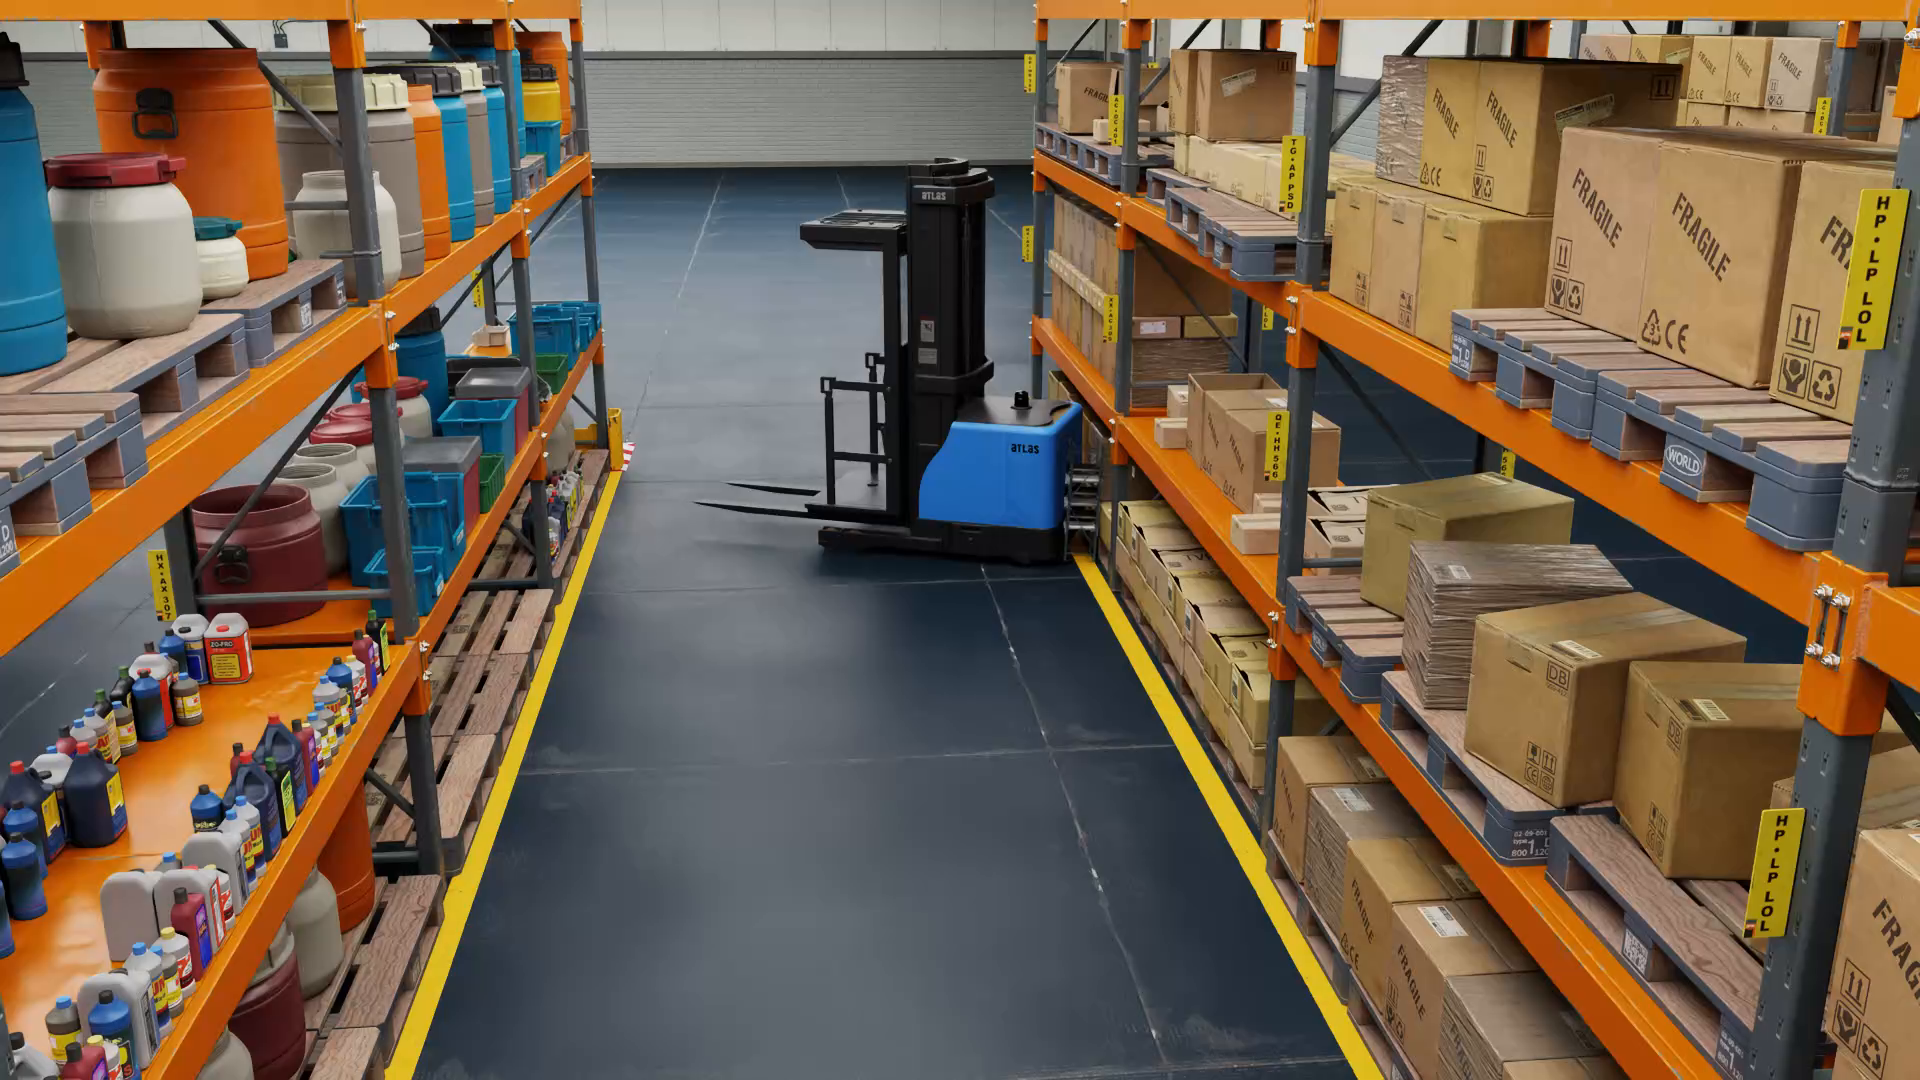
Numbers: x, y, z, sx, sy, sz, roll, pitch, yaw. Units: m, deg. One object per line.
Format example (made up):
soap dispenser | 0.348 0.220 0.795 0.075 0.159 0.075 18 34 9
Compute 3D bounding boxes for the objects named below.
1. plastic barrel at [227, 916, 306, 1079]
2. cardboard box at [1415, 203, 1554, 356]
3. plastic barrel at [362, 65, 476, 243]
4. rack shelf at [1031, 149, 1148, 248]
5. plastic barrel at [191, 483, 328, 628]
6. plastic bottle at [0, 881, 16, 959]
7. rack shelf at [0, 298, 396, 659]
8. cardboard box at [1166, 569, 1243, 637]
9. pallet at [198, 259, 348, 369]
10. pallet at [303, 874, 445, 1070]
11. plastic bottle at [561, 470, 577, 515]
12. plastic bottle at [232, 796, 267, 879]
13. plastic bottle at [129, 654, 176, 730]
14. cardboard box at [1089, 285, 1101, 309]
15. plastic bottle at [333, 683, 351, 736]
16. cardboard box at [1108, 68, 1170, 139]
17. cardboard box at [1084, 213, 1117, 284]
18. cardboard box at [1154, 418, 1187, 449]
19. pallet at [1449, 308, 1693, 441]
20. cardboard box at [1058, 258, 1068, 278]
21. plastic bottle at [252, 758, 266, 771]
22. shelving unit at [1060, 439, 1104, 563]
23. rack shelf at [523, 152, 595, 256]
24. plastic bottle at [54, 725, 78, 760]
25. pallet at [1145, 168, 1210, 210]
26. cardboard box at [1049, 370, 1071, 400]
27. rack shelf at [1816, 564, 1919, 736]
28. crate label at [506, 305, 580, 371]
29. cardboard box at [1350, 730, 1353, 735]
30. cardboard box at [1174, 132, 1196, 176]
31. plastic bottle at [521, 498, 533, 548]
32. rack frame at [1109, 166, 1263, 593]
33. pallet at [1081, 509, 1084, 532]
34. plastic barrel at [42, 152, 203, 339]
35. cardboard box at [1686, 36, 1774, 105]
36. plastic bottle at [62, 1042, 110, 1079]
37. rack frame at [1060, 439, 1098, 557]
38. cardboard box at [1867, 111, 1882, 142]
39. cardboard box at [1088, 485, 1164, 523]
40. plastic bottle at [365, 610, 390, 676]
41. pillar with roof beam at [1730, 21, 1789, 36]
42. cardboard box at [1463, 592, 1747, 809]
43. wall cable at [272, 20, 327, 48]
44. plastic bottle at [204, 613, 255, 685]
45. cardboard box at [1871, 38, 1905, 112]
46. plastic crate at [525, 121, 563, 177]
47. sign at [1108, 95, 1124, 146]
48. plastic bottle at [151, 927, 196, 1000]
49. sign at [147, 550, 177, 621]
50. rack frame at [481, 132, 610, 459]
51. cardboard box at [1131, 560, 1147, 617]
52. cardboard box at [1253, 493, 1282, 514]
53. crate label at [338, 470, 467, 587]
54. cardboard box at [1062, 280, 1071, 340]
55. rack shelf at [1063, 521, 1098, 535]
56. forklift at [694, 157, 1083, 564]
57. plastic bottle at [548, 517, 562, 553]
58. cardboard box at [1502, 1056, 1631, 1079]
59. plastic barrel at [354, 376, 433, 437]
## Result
plastic barrel | -2.744 1.690 6.111 0.600 0.588 0.708 -2 18 -6
cardboard box | 2.184 -0.937 5.978 0.910 0.500 0.500 -2 18 -6
plastic barrel | -2.937 -2.069 8.916 0.600 0.901 0.708 -2 18 -6
rack shelf | 1.381 -2.769 13.183 1.077 0.370 4.000 -2 18 -6
plastic barrel | -3.277 0.064 7.737 0.600 0.536 0.708 -2 18 -6
plastic bottle | -2.859 1.095 4.895 0.097 0.271 0.097 0 17 0
rack shelf | -2.721 -0.234 5.107 1.077 0.370 4.000 -2 18 -6
cardboard box | 1.542 0.347 10.016 0.500 0.311 0.500 -1 17 -4
pallet | -2.946 -0.852 6.190 1.003 0.211 1.213 -2 18 -6
pallet | -2.805 1.822 7.020 1.003 0.211 1.213 -2 18 -6
plastic bottle | -3.093 -0.371 13.040 0.144 0.351 0.185 -1 17 -3
plastic bottle | -2.298 0.952 5.351 0.097 0.271 0.097 0 17 0
plastic bottle | -3.157 0.594 6.484 0.152 0.276 0.135 -2 18 -6
cardboard box | 1.216 -1.895 12.957 0.380 0.149 0.250 -1 17 -4
plastic bottle | -2.414 0.651 6.427 0.097 0.201 0.097 0 17 0
cardboard box | 1.543 -3.328 12.653 0.797 0.503 0.637 0 17 0
cardboard box | 1.380 -2.333 13.267 0.700 0.500 0.500 -2 18 -6
cardboard box | 1.475 -0.695 10.803 0.380 0.149 0.250 -2 18 -6
pallet | 2.305 -0.549 5.223 1.213 0.211 1.003 -2 18 -6
cardboard box | 1.055 -2.358 14.430 0.380 0.149 0.250 -2 18 -5
plastic bottle | -2.371 0.858 5.630 0.061 0.283 0.133 -2 18 -6
shelving unit | 0.920 -0.296 12.556 0.258 0.900 0.210 3 12 -5
rack shelf | -3.547 -2.617 12.699 1.077 0.370 4.000 -2 18 -6
plastic bottle | -3.131 0.798 5.821 0.061 0.283 0.133 -2 18 -6
pallet | 1.691 -2.163 10.370 0.805 0.209 1.217 -2 18 -8
cardboard box | 1.062 -1.208 14.654 0.500 0.500 0.500 -2 18 -6
rack shelf | 2.618 0.806 1.795 1.077 0.370 4.000 -2 18 -6
crate label | -3.294 -1.602 13.213 0.502 0.435 0.616 -2 18 -6
cardboard box | 2.238 1.053 8.706 0.500 0.250 0.500 -2 18 -6
cardboard box | 1.641 -2.462 10.551 0.500 0.250 0.500 0 17 0
plastic bottle | -3.154 -0.128 12.266 0.144 0.351 0.185 -2 18 -6
rack frame | 1.587 -1.085 11.627 1.000 3.000 0.127 -2 18 -6
pallet | 1.418 -0.358 13.964 1.003 0.211 1.213 -2 18 -6
plastic barrel | -2.595 -0.915 5.147 0.433 0.535 0.433 0 17 0
cardboard box | 6.061 -3.664 12.963 0.500 0.500 0.500 -2 18 -8
plastic bottle | -2.142 1.343 4.085 0.061 0.283 0.133 -2 18 -6
rack frame | 0.912 -0.318 12.655 0.240 0.900 0.006 3 12 -5
cardboard box | 6.714 -2.882 12.140 0.500 0.500 0.500 -1 17 -4
cardboard box | 1.280 -0.255 12.870 0.500 0.250 0.500 -2 18 -6
plastic bottle | -2.462 0.421 7.022 0.061 0.283 0.133 -2 18 -6
pillar with roof beam | 2.752 -4.979 14.012 9.100 9.000 0.400 -2 18 -6
cardboard box | 2.169 0.525 5.627 0.700 0.500 0.500 -6 19 -20
wall cable | -16.936 -15.906 43.142 2.305 6.003 0.169 -2 18 -6
plastic bottle | -3.053 0.452 6.938 0.152 0.276 0.135 -2 18 -6
cardboard box | 6.748 -3.360 11.994 0.500 0.500 0.500 -1 17 -4
plastic crate | -3.257 -2.990 12.712 0.392 0.384 0.575 -2 18 -6
sign | 1.035 -2.783 11.032 0.100 0.325 0.005 -2 18 -6
plastic bottle | -2.226 1.193 4.702 0.097 0.201 0.097 0 17 0
sign | -3.474 0.199 7.262 0.100 0.325 0.005 -2 18 -6
rack frame | -3.753 -2.125 14.939 1.000 3.000 0.127 -2 18 -6
cardboard box | 1.434 0.306 11.083 0.500 0.250 0.500 -1 17 -4
cardboard box | 1.812 -0.152 9.073 0.380 0.149 0.250 0 17 -2
crate label | -2.761 -0.063 8.311 0.502 0.435 0.616 -2 18 -6
cardboard box | 1.269 -2.029 14.466 0.700 0.500 0.500 -1 17 -4
rack shelf | 0.907 -0.088 12.600 0.258 0.077 0.200 3 12 -5
forklift | -0.598 -1.453 12.911 3.031 2.935 1.130 5 18 16
plastic bottle | -2.998 -0.048 12.135 0.152 0.276 0.135 -1 17 -4
cardboard box | 2.034 1.995 5.253 0.500 0.500 0.500 -2 18 -5
plastic barrel | -3.460 -0.707 10.193 0.433 0.535 0.433 0 17 0
